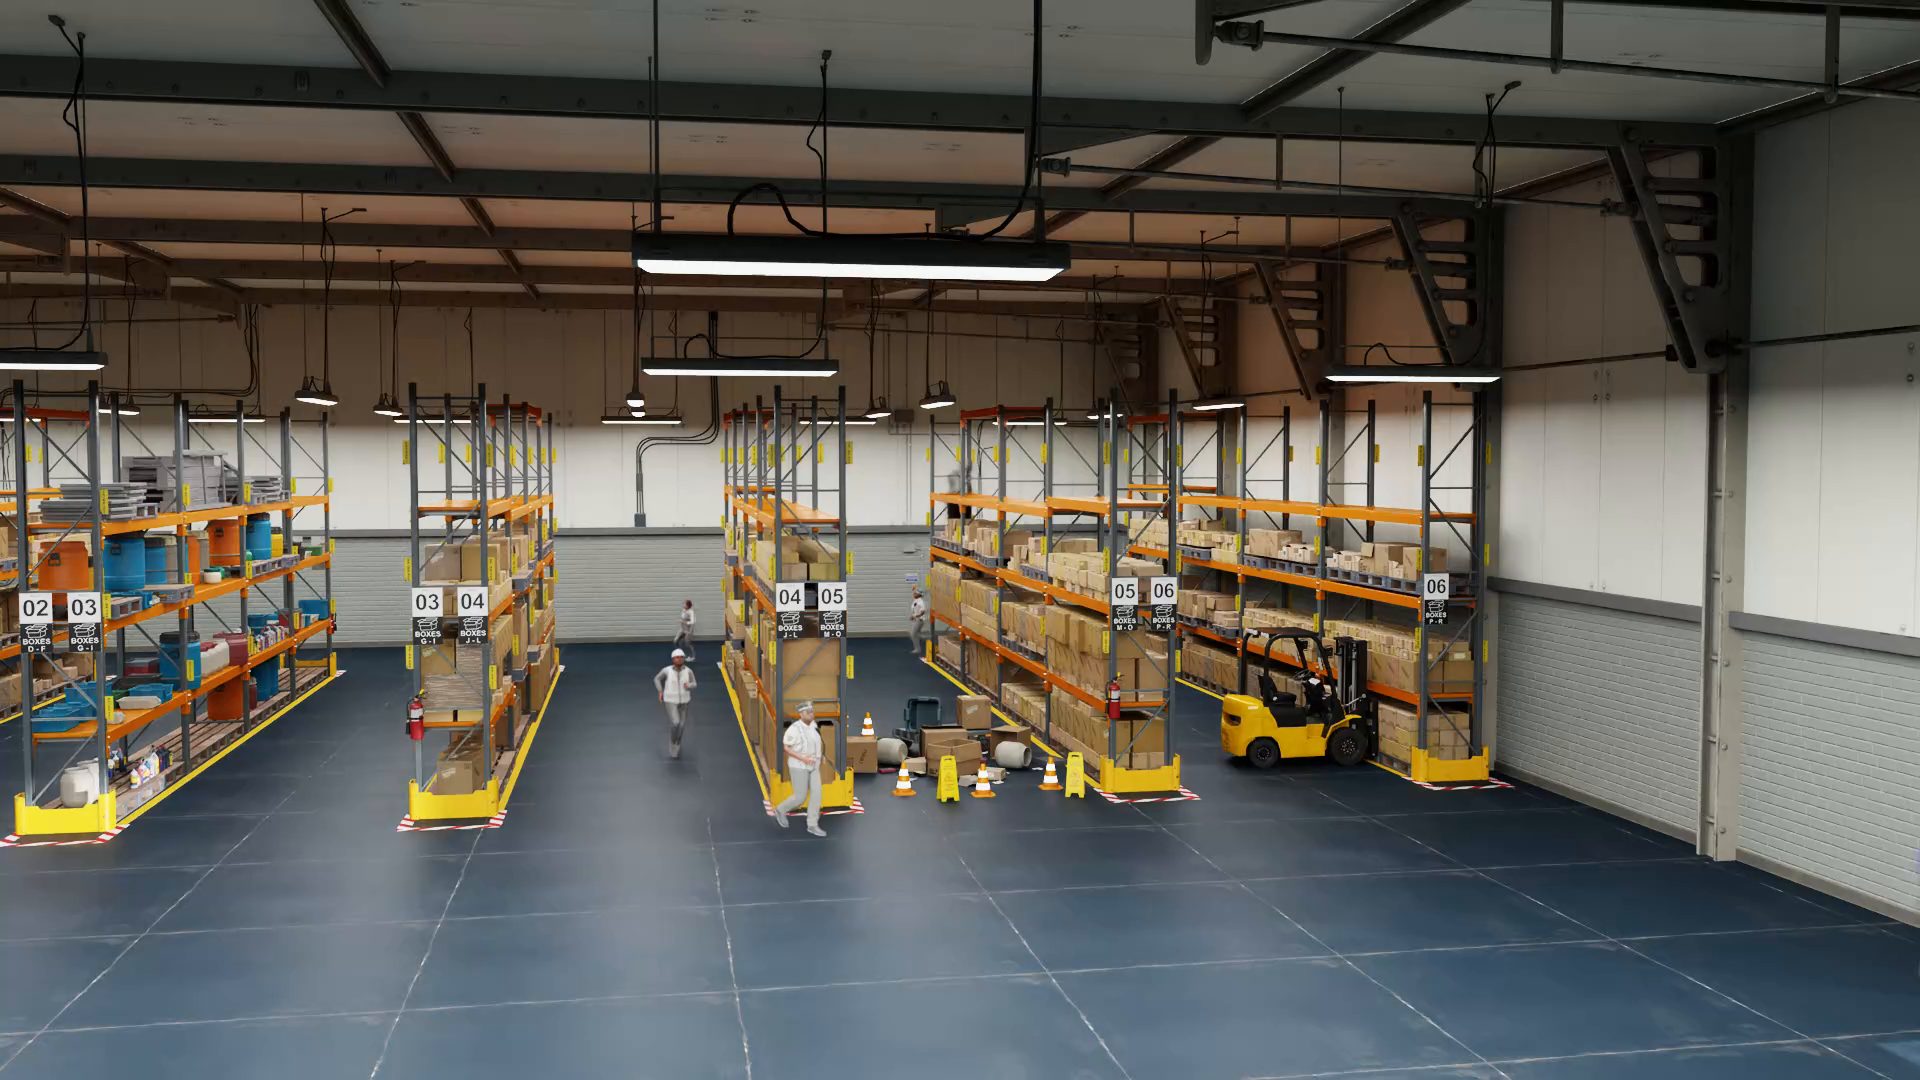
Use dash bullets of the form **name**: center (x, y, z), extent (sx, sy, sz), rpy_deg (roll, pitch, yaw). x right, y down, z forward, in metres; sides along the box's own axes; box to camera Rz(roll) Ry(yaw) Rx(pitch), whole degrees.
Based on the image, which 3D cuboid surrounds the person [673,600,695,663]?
- **person**: center (-6.550, 2.195, 39.999), extent (0.610, 1.553, 0.660), rpy_deg (2, 4, 38)

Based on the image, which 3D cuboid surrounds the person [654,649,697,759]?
- **person**: center (-4.696, 2.717, 27.648), extent (0.638, 1.815, 0.697), rpy_deg (-1, 3, -27)

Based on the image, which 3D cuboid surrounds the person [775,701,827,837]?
- **person**: center (-2.084, 3.007, 22.070), extent (0.797, 1.784, 0.688), rpy_deg (2, 4, 39)

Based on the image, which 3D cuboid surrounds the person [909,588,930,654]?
- **person**: center (-1.004, 2.012, 41.570), extent (0.591, 1.653, 0.579), rpy_deg (-1, 3, -22)
